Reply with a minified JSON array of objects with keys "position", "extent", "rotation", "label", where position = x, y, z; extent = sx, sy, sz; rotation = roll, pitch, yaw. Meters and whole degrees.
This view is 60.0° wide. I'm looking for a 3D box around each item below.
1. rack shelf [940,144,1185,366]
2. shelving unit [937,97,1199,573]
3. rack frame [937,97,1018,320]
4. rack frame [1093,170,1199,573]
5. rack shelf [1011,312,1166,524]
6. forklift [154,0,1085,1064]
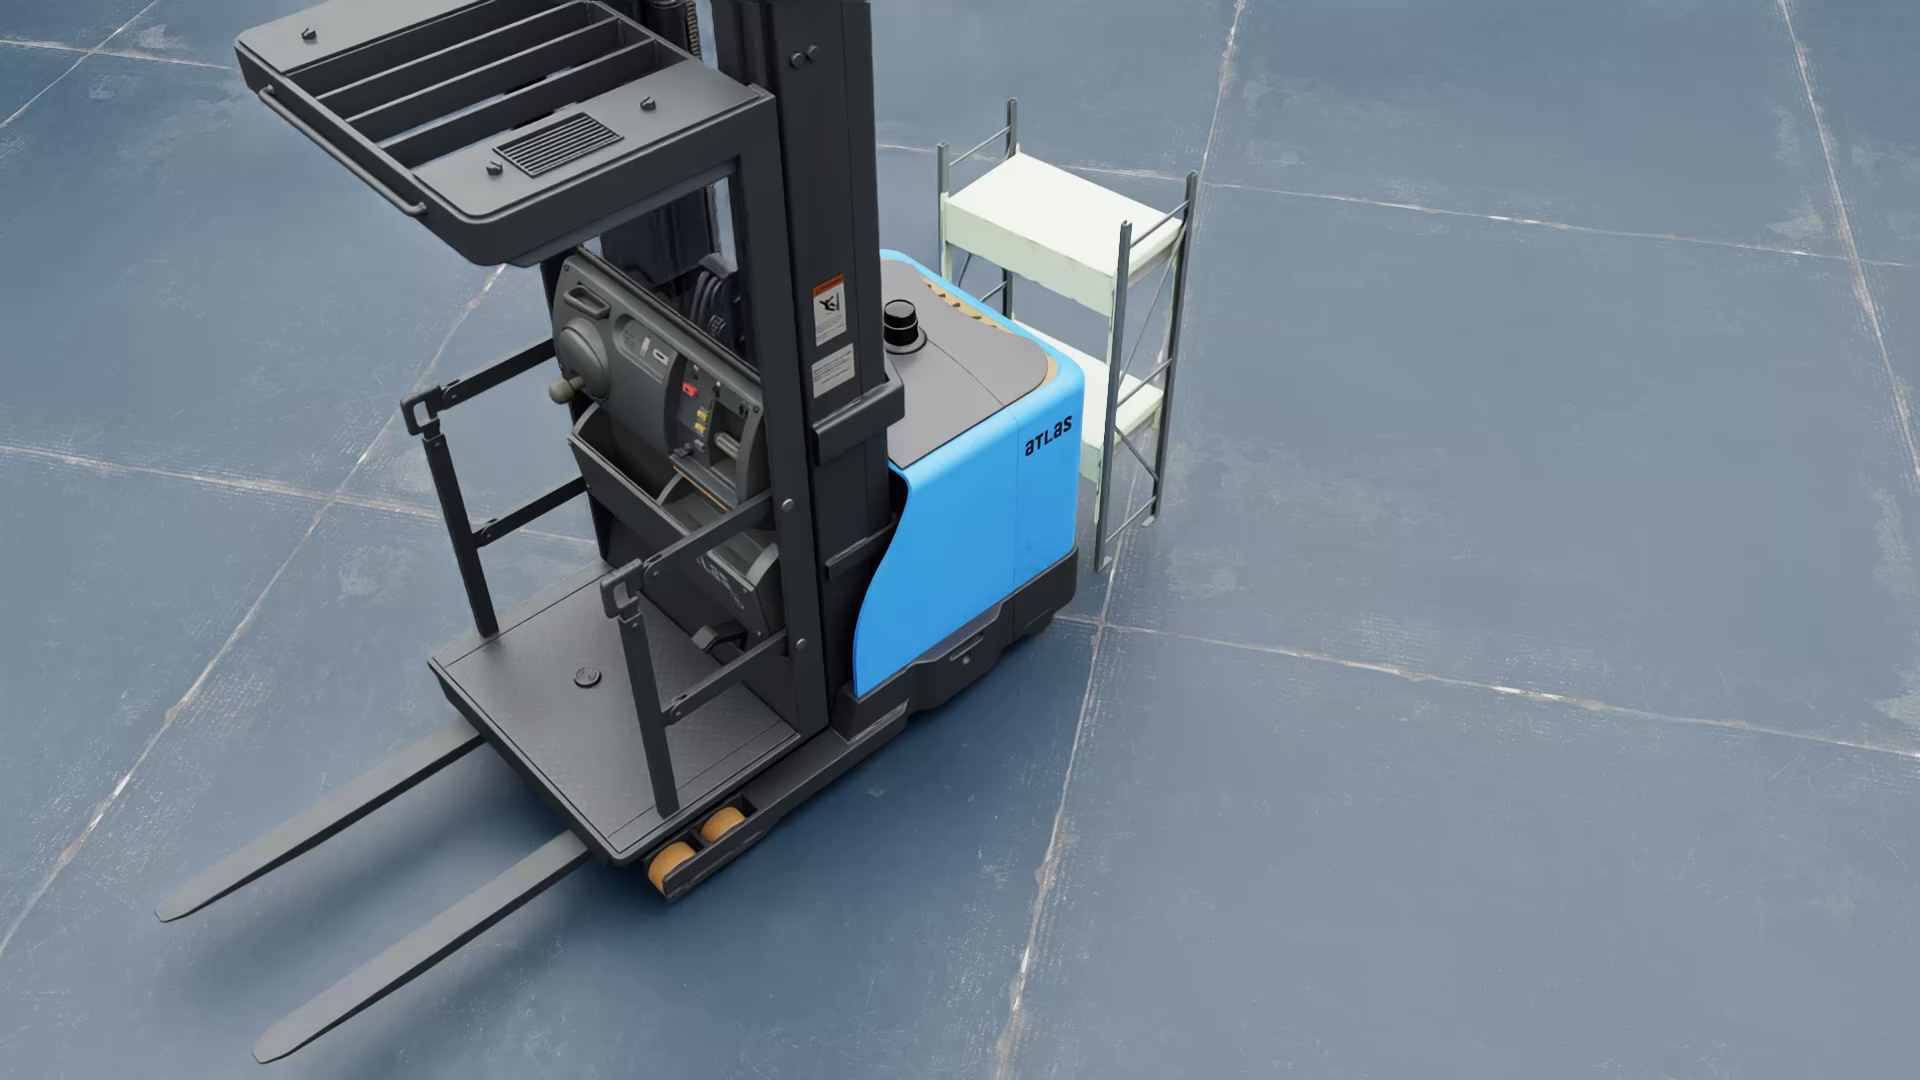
[{"position":[0.344,-0.974,5.617],"extent":[0.720,0.370,0.431],"rotation":[30,51,27],"label":"rack shelf"},{"position":[0.344,-0.692,5.888],"extent":[0.755,1.500,0.431],"rotation":[30,51,27],"label":"shelving unit"},{"position":[0.061,-0.854,6.055],"extent":[0.023,1.500,0.400],"rotation":[30,51,27],"label":"rack frame"},{"position":[0.627,-0.531,5.720],"extent":[0.023,1.500,0.400],"rotation":[30,51,27],"label":"rack frame"},{"position":[0.344,-0.458,6.114],"extent":[0.720,0.370,0.431],"rotation":[30,51,27],"label":"rack shelf"},{"position":[-1.004,-0.374,4.525],"extent":[3.031,2.935,1.130],"rotation":[-33,53,-30],"label":"forklift"}]
